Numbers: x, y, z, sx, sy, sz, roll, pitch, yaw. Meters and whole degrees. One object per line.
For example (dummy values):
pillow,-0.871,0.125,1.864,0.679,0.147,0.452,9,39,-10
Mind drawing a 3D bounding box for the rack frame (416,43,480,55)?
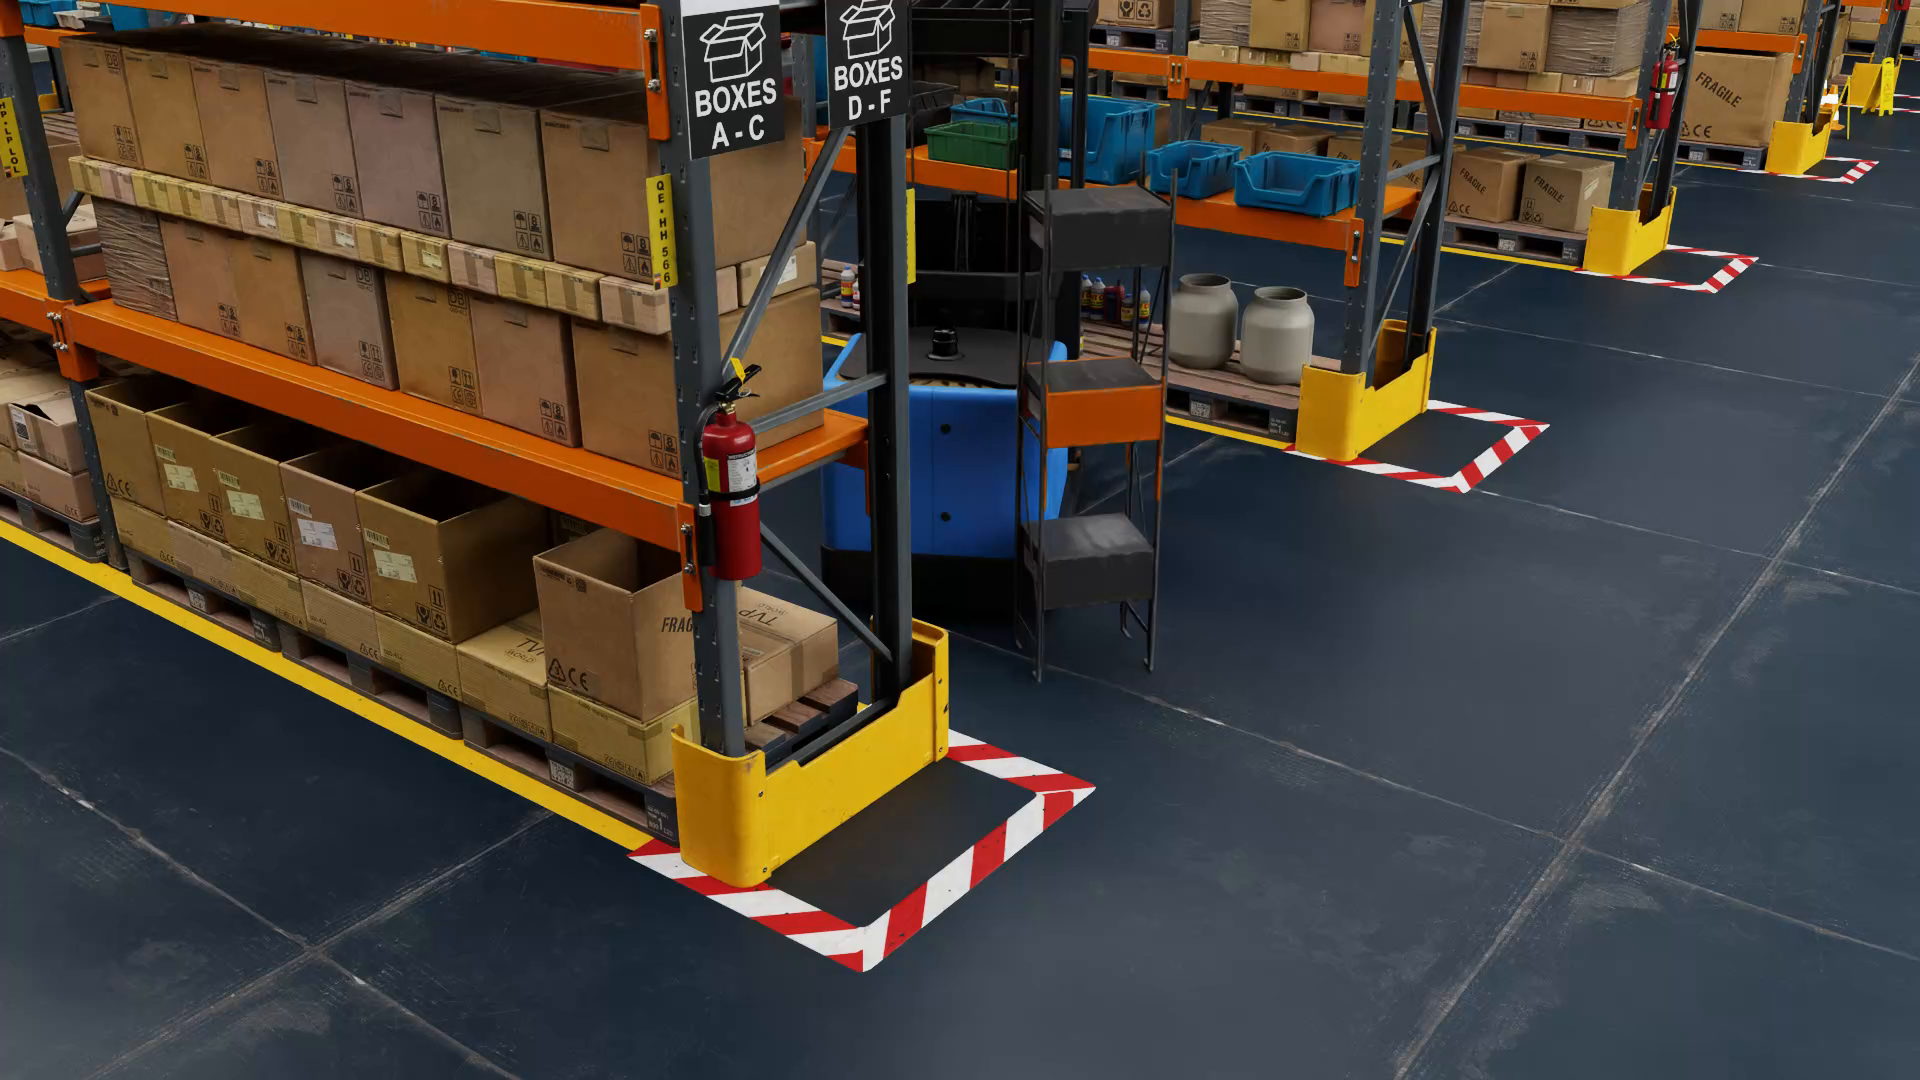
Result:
rack frame,-3.953,-3.958,13.513,0.127,3.000,1.000,17,29,33

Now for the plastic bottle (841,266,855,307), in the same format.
plastic bottle,-0.760,-1.725,11.283,0.097,0.271,0.097,0,24,0

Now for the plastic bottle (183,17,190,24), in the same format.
plastic bottle,-7.009,-4.613,15.145,0.133,0.283,0.061,17,29,33

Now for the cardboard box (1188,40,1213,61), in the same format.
cardboard box,2.210,-4.325,14.657,0.250,0.149,0.380,17,29,33

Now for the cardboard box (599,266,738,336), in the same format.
cardboard box,-0.945,-0.800,5.417,0.250,0.149,0.380,16,29,32

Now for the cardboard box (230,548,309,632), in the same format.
cardboard box,-2.742,0.128,7.130,0.500,0.250,0.500,17,29,33

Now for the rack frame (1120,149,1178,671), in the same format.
rack frame,0.759,-0.489,6.753,0.015,2.100,0.400,-5,24,-12

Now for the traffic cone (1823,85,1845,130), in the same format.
traffic cone,9.851,-4.905,18.810,0.334,0.463,0.336,17,29,33

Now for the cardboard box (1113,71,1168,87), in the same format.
cardboard box,2.507,-6.118,20.685,0.750,0.750,1.050,16,29,33

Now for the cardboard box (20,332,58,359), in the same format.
cardboard box,-4.719,-1.012,9.020,0.500,0.311,0.500,16,28,32

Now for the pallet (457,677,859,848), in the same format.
pallet,-1.162,0.678,6.449,1.213,0.211,1.003,17,29,33

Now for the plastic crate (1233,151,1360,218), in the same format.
plastic crate,1.869,-1.980,9.208,0.616,0.251,0.499,17,29,33

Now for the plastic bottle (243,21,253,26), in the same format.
plastic bottle,-6.704,-4.799,15.667,0.097,0.201,0.097,0,24,0

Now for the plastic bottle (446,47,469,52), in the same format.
plastic bottle,-4.196,-4.061,13.901,0.135,0.276,0.152,17,29,33

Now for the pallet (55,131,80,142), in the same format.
pallet,-8.745,-4.109,17.315,1.213,0.211,1.003,17,29,33

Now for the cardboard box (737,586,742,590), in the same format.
cardboard box,-1.223,0.319,6.696,0.500,0.250,0.500,17,29,33

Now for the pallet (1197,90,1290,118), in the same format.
pallet,3.631,-5.346,20.121,1.213,0.211,1.003,17,29,33

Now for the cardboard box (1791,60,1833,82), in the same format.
cardboard box,10.535,-5.867,20.736,0.500,0.250,0.500,17,29,33

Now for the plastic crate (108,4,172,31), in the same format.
plastic crate,-7.732,-4.948,15.706,0.575,0.384,0.392,17,29,33

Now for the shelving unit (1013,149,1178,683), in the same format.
shelving unit,0.521,-0.467,6.704,0.503,2.100,0.431,-5,24,-12

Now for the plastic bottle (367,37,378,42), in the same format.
plastic bottle,-5.215,-4.446,14.774,0.135,0.276,0.152,17,29,33

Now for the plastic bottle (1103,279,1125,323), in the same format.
plastic bottle,1.015,-1.581,10.942,0.133,0.283,0.061,17,29,34

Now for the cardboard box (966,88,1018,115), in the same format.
cardboard box,0.475,-4.193,16.601,0.500,0.500,0.700,20,31,38

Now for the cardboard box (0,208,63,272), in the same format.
cardboard box,-4.539,-1.485,8.068,0.258,0.266,0.396,16,28,32

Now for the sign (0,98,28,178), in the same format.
sign,-4.043,-1.710,7.073,0.005,0.325,0.100,17,29,33

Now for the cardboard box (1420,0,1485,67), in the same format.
cardboard box,4.150,-4.162,13.484,0.500,0.500,0.875,17,29,33

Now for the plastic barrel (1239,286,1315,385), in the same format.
plastic barrel,1.876,-1.212,9.845,0.421,0.512,0.421,0,24,0

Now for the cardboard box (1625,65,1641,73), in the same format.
cardboard box,5.334,-3.652,13.131,0.250,0.149,0.380,17,29,33

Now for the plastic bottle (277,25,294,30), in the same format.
plastic bottle,-6.160,-4.695,15.247,0.185,0.351,0.144,17,29,33

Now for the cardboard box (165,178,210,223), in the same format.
cardboard box,-3.008,-1.423,6.832,0.250,0.149,0.380,17,29,33

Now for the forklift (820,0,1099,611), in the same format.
forklift,0.084,-1.590,8.224,1.130,2.935,3.031,3,24,7

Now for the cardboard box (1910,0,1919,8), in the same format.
cardboard box,13.781,-7.824,23.935,0.500,0.250,0.500,18,29,35

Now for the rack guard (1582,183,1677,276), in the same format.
rack guard,5.359,-2.496,13.295,0.348,0.500,1.175,17,29,33

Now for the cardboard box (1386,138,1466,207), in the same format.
cardboard box,3.941,-3.117,14.184,0.500,0.500,0.500,20,31,38

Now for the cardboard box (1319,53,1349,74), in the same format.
cardboard box,3.225,-4.031,13.989,0.250,0.149,0.380,17,29,33

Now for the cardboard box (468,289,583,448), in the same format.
cardboard box,-1.314,-0.715,6.028,0.500,0.500,0.700,18,29,35

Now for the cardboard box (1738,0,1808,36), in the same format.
cardboard box,8.151,-5.341,16.466,0.550,0.550,0.875,17,29,33

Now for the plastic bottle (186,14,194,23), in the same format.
plastic bottle,-7.034,-4.703,15.266,0.185,0.351,0.144,17,29,33

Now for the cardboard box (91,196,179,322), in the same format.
cardboard box,-3.367,-1.334,7.434,0.500,0.500,0.700,16,28,32

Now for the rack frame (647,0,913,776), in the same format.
rack frame,-0.525,-0.426,5.497,0.127,3.000,1.000,17,29,33

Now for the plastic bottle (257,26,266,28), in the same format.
plastic bottle,-6.085,-4.354,14.565,0.135,0.276,0.152,17,29,33

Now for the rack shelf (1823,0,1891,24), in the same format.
rack shelf,9.763,-6.973,21.249,4.000,0.370,1.077,17,29,33

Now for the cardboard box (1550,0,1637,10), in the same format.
cardboard box,4.831,-4.314,12.589,0.500,0.500,0.500,17,29,33

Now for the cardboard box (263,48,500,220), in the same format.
cardboard box,-2.162,-1.564,6.346,0.500,0.500,0.700,17,29,33

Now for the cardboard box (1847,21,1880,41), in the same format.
cardboard box,13.379,-7.490,24.419,0.500,0.250,0.500,17,29,33

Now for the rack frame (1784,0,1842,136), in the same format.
rack frame,8.475,-5.197,16.326,0.127,3.000,1.000,17,29,33

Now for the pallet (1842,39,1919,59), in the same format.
pallet,13.700,-7.317,24.594,1.213,0.211,1.003,17,29,33

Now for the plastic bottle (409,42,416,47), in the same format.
plastic bottle,-4.740,-4.328,14.498,0.133,0.283,0.061,17,29,33

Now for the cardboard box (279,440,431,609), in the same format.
cardboard box,-2.341,-0.096,6.706,0.500,0.500,0.500,17,29,33

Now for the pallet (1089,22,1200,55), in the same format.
pallet,1.694,-4.733,15.509,1.213,0.211,1.003,17,29,33

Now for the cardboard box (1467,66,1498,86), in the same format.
cardboard box,4.271,-3.753,13.359,0.250,0.149,0.380,17,29,33

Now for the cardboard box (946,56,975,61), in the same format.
cardboard box,0.157,-6.634,22.165,0.500,0.500,0.500,17,29,34

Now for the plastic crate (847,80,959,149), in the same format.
plastic crate,-0.409,-2.795,10.950,0.504,0.338,0.767,17,29,33

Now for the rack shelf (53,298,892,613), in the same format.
rack shelf,-2.125,-0.581,6.740,4.000,0.370,1.077,17,29,33

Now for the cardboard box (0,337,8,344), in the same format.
cardboard box,-5.440,-0.958,8.897,0.500,0.311,0.500,16,29,33

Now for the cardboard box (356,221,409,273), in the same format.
cardboard box,-1.982,-1.113,6.126,0.250,0.149,0.380,18,29,35

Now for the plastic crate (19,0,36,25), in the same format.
plastic crate,-9.300,-5.359,16.826,0.300,0.233,0.416,17,29,33
